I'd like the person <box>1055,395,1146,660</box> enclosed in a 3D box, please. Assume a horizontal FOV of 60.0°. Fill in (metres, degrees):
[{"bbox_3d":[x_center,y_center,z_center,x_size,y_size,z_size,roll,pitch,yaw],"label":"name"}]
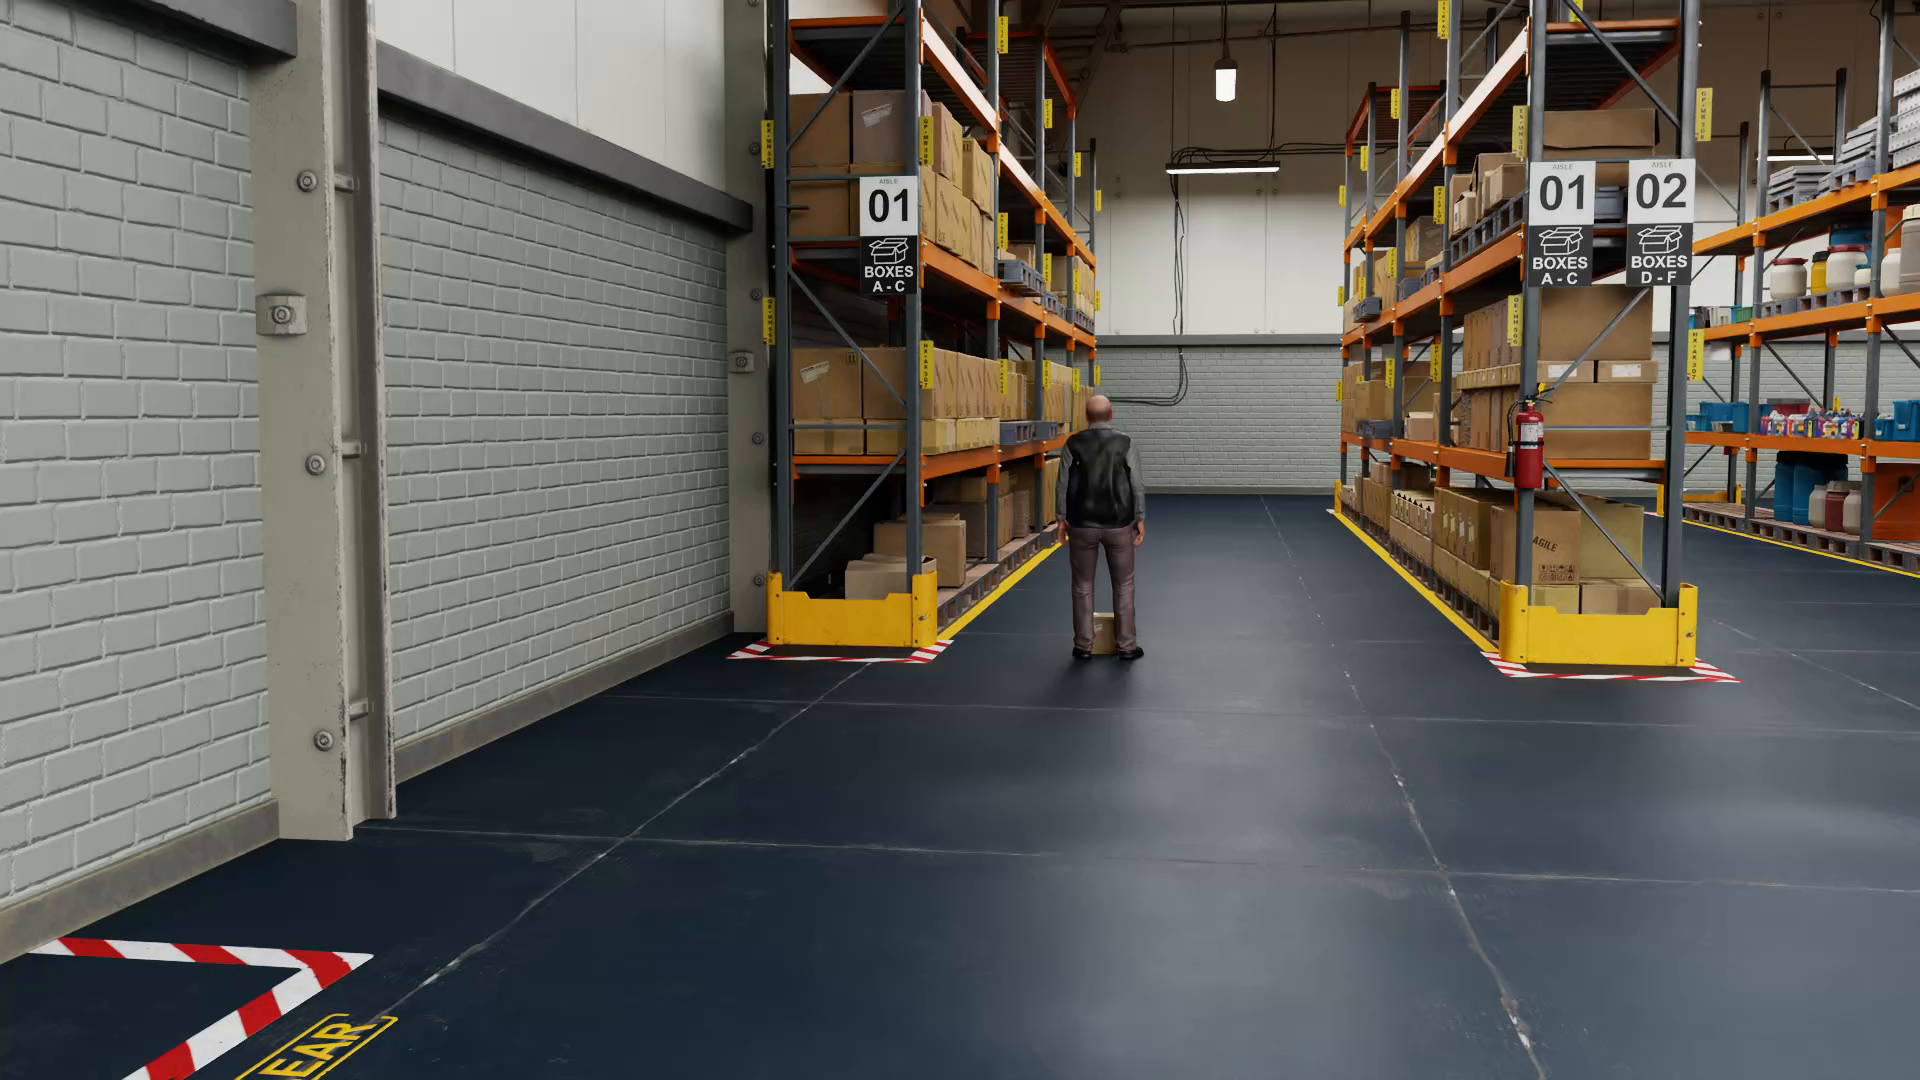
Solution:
[{"bbox_3d":[0.916,-0.084,10.864,0.588,1.721,0.411,1,4,7],"label":"person"}]
